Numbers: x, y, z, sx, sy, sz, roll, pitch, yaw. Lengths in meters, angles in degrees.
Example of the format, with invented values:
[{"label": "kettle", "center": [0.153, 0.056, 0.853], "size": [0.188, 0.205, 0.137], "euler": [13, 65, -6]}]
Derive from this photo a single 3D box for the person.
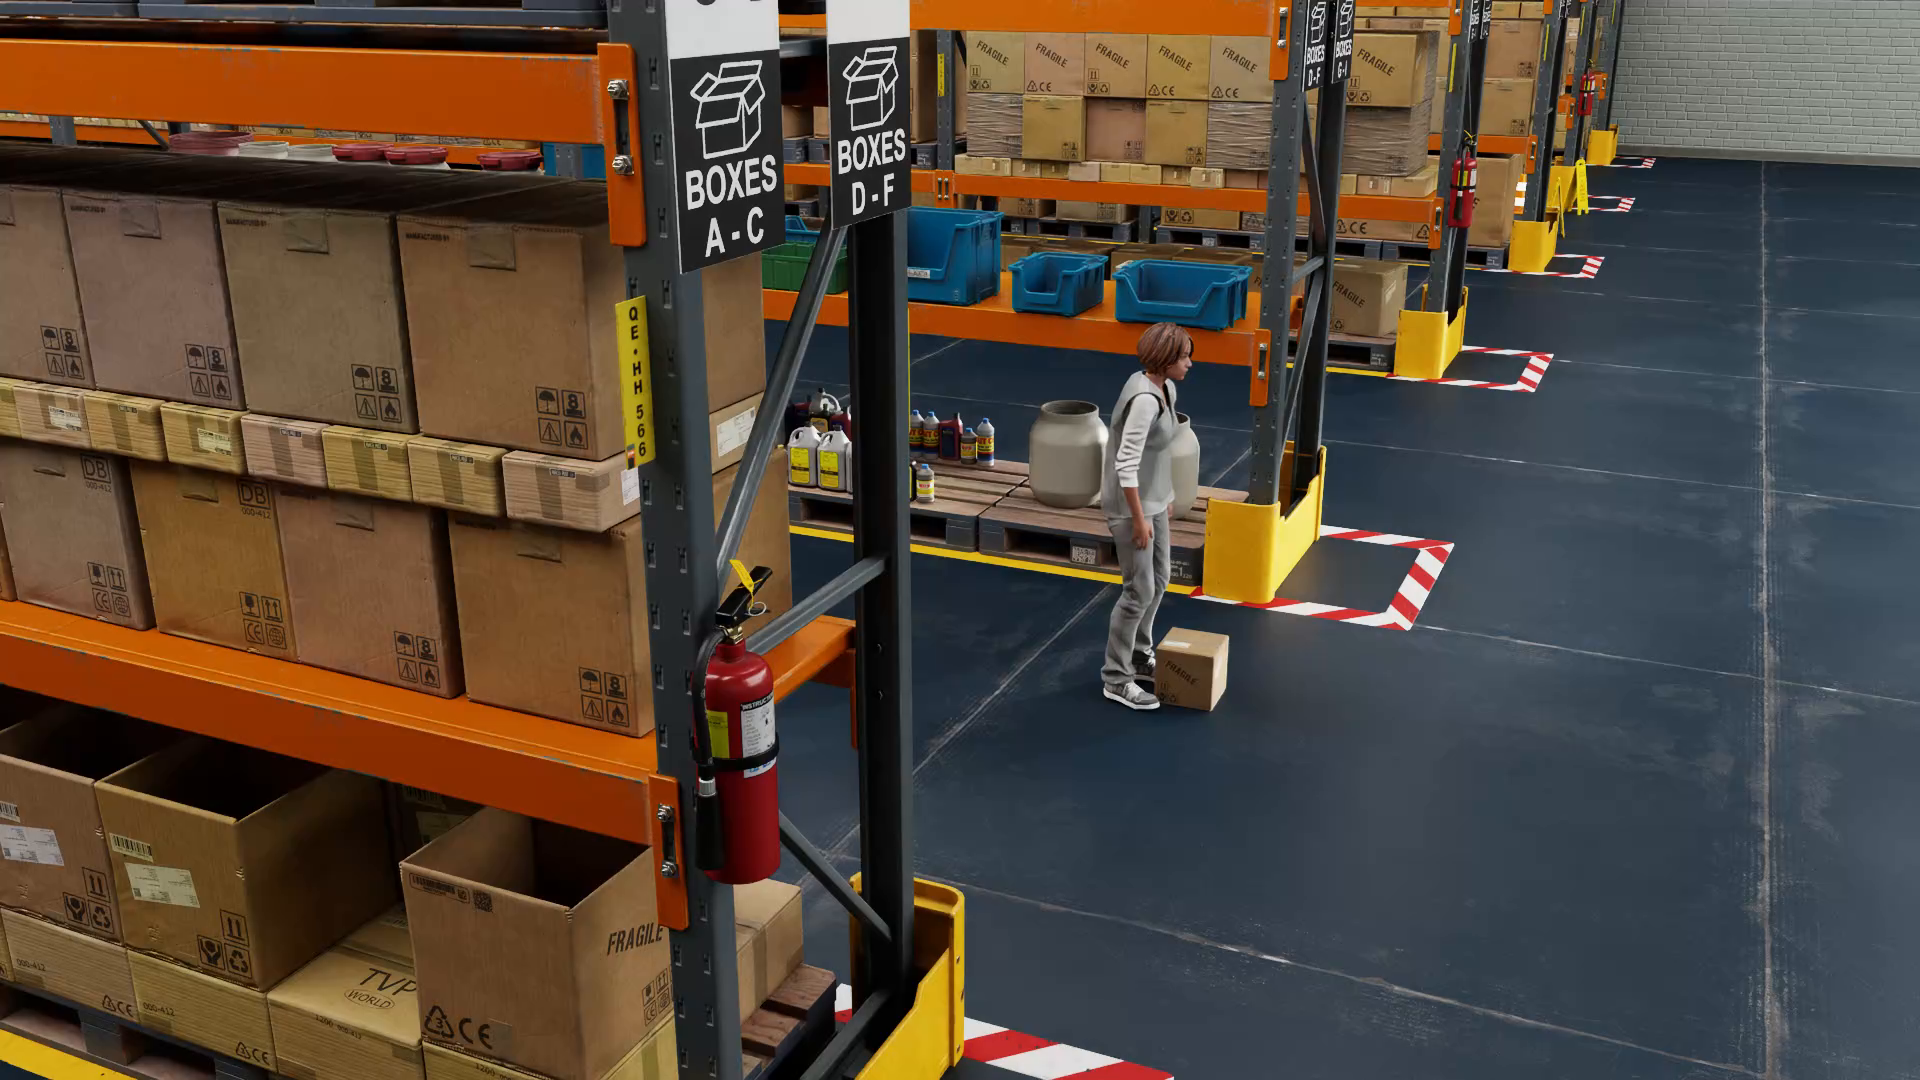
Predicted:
[{"label": "person", "center": [0.765, -0.118, 6.919], "size": [0.342, 1.594, 0.484], "euler": [7, 21, 20]}]
